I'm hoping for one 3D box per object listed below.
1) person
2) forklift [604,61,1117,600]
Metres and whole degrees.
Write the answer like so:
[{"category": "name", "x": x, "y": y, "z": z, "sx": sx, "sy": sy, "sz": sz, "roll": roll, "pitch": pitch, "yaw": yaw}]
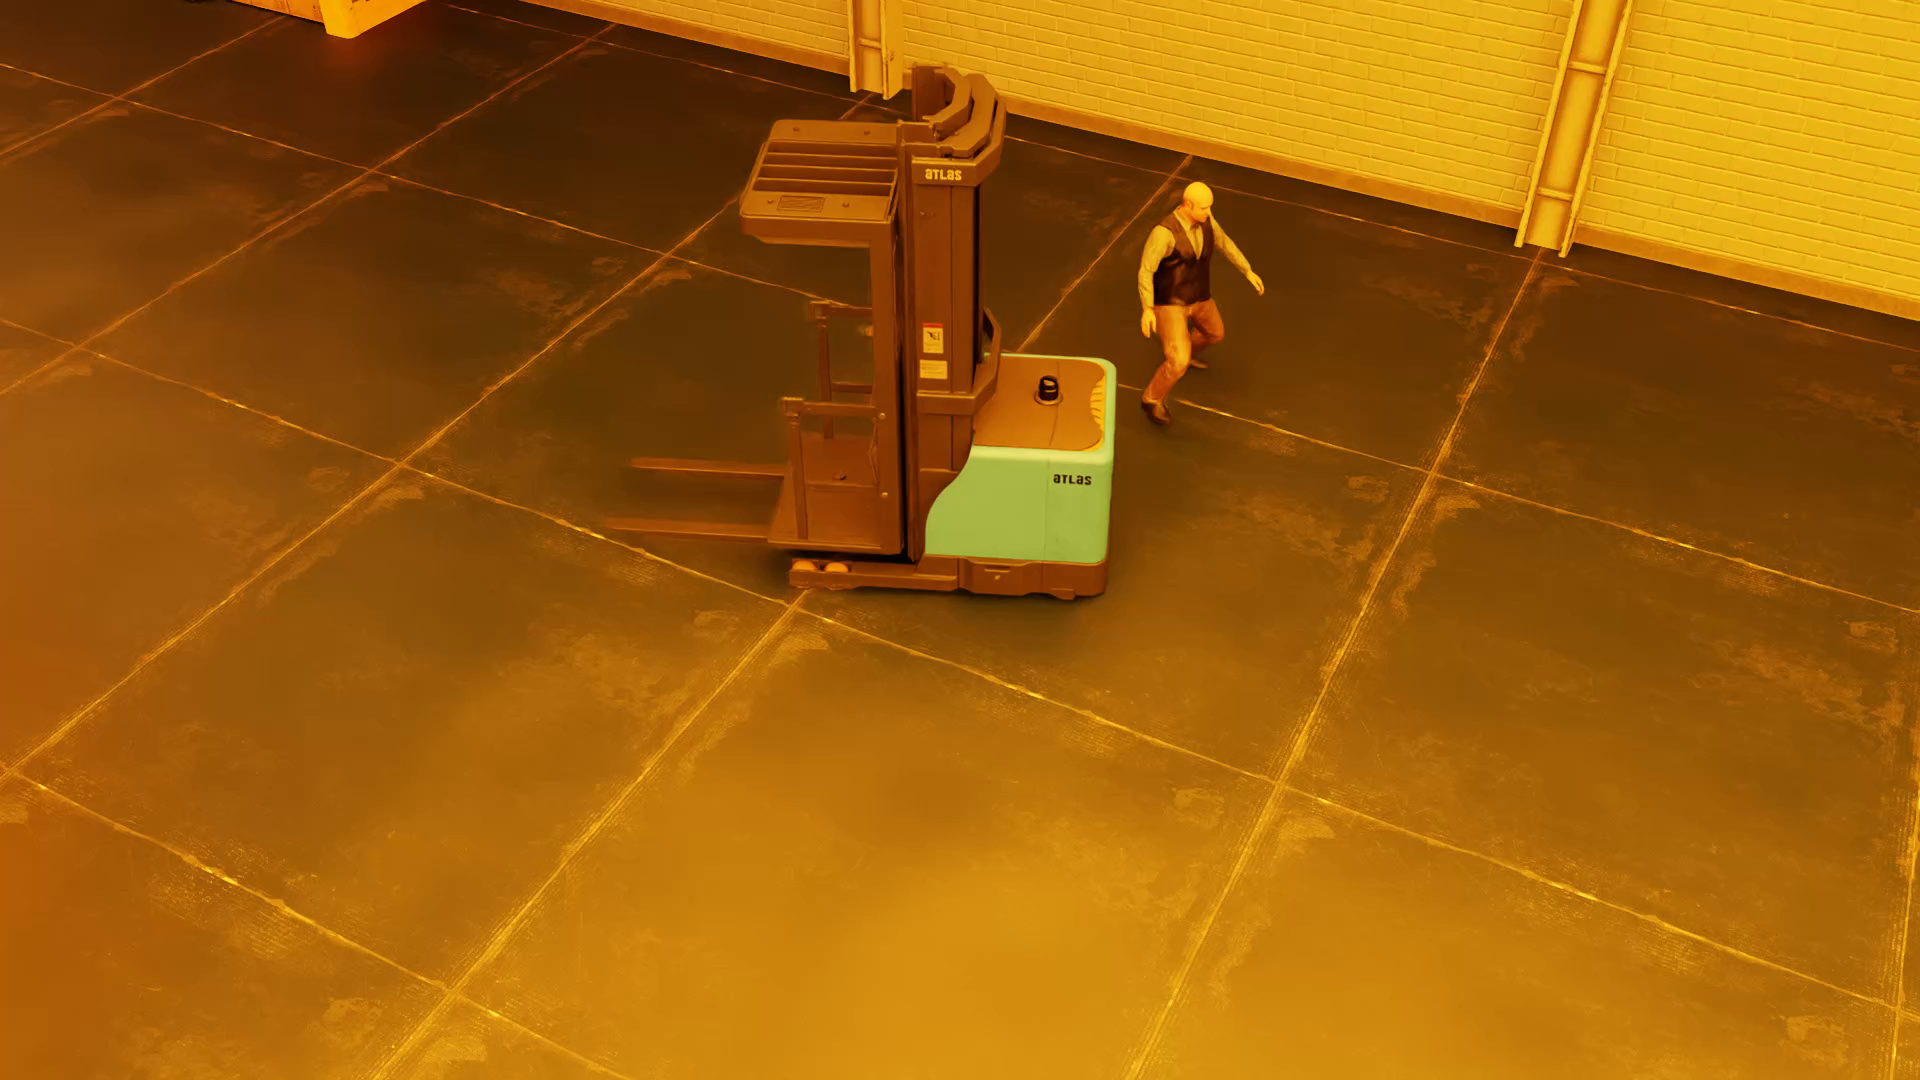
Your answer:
[{"category": "person", "x": 1.523, "y": -1.617, "z": 10.977, "sx": 0.939, "sy": 1.589, "sz": 0.692, "roll": -26, "pitch": 47, "yaw": -27}, {"category": "forklift", "x": -0.606, "y": -1.157, "z": 9.360, "sx": 3.031, "sy": 2.935, "sz": 1.130, "roll": 3, "pitch": 40, "yaw": 4}]
